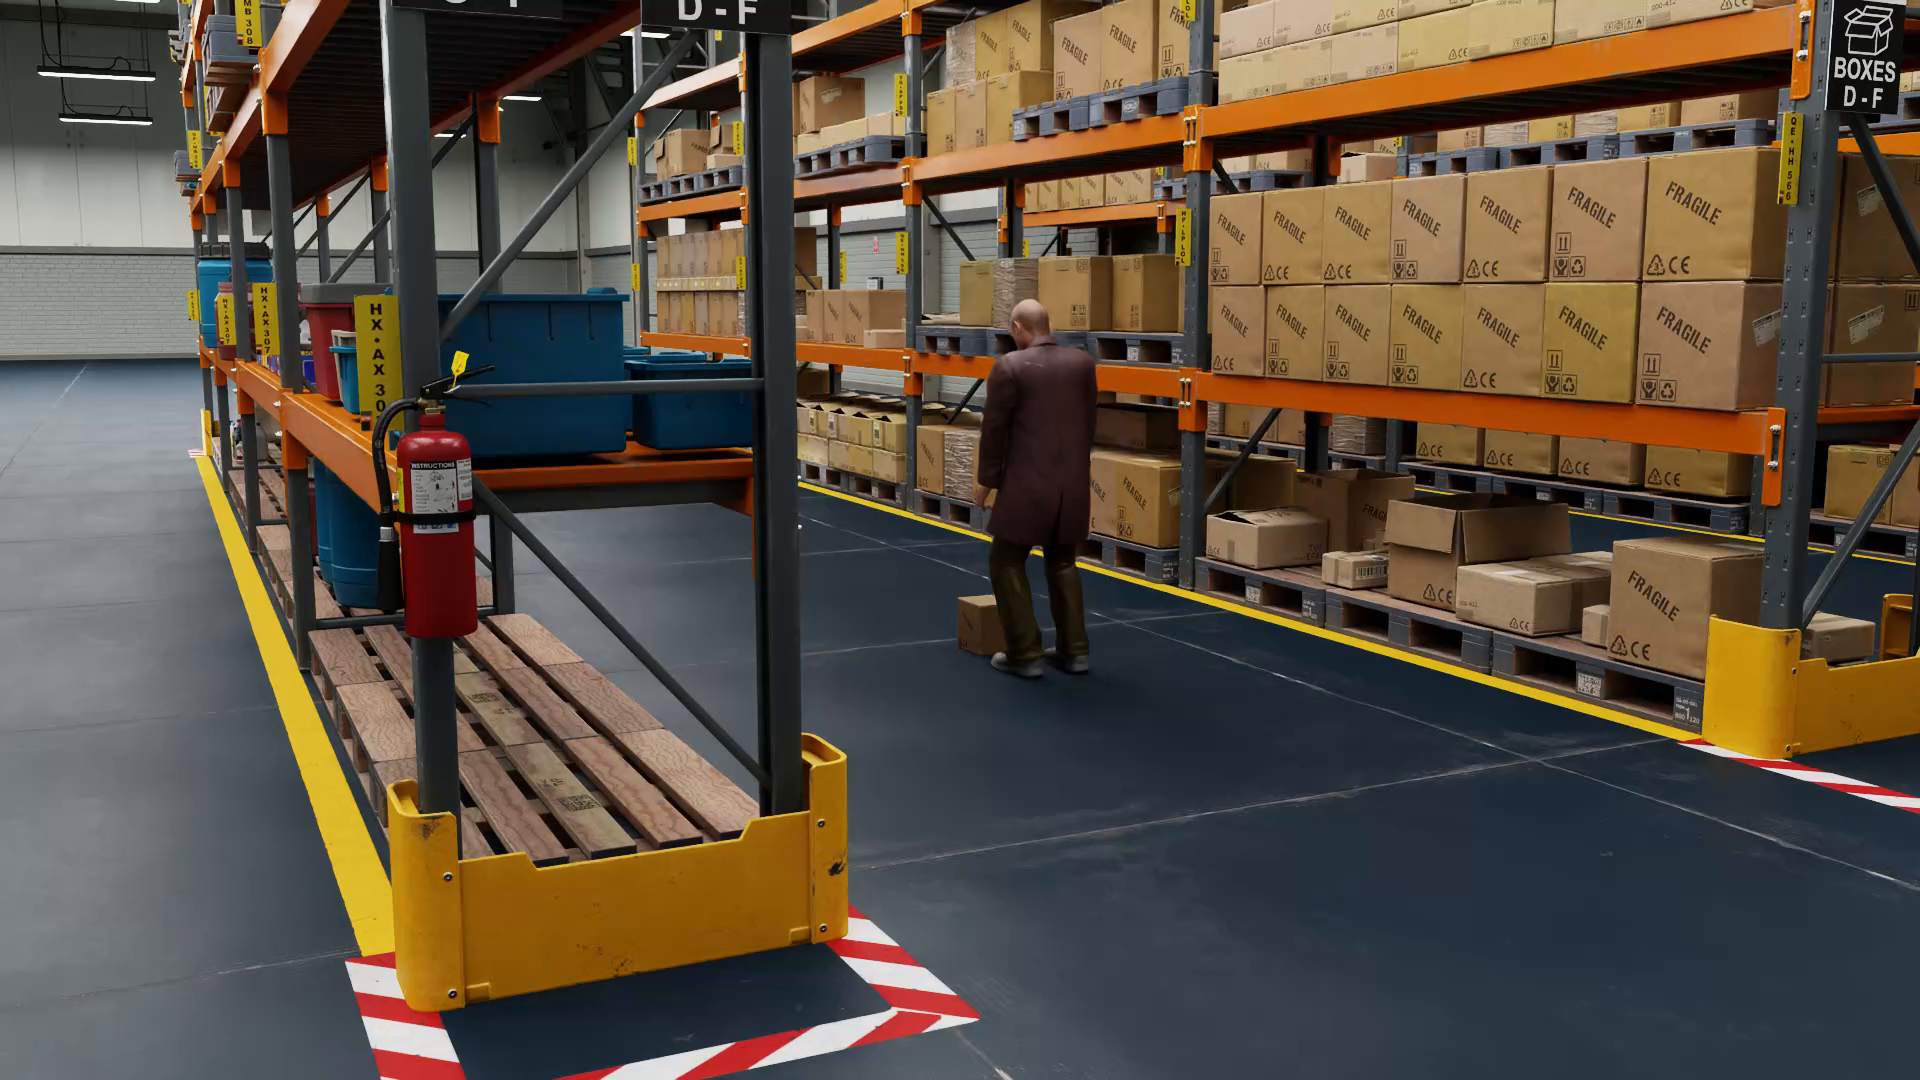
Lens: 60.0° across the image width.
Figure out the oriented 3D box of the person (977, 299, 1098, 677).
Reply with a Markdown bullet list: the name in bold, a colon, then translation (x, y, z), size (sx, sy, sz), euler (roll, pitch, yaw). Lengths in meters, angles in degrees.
- **person**: translation (0.355, -0.236, 7.706), size (0.587, 1.729, 0.417), euler (-4, 9, -25)
